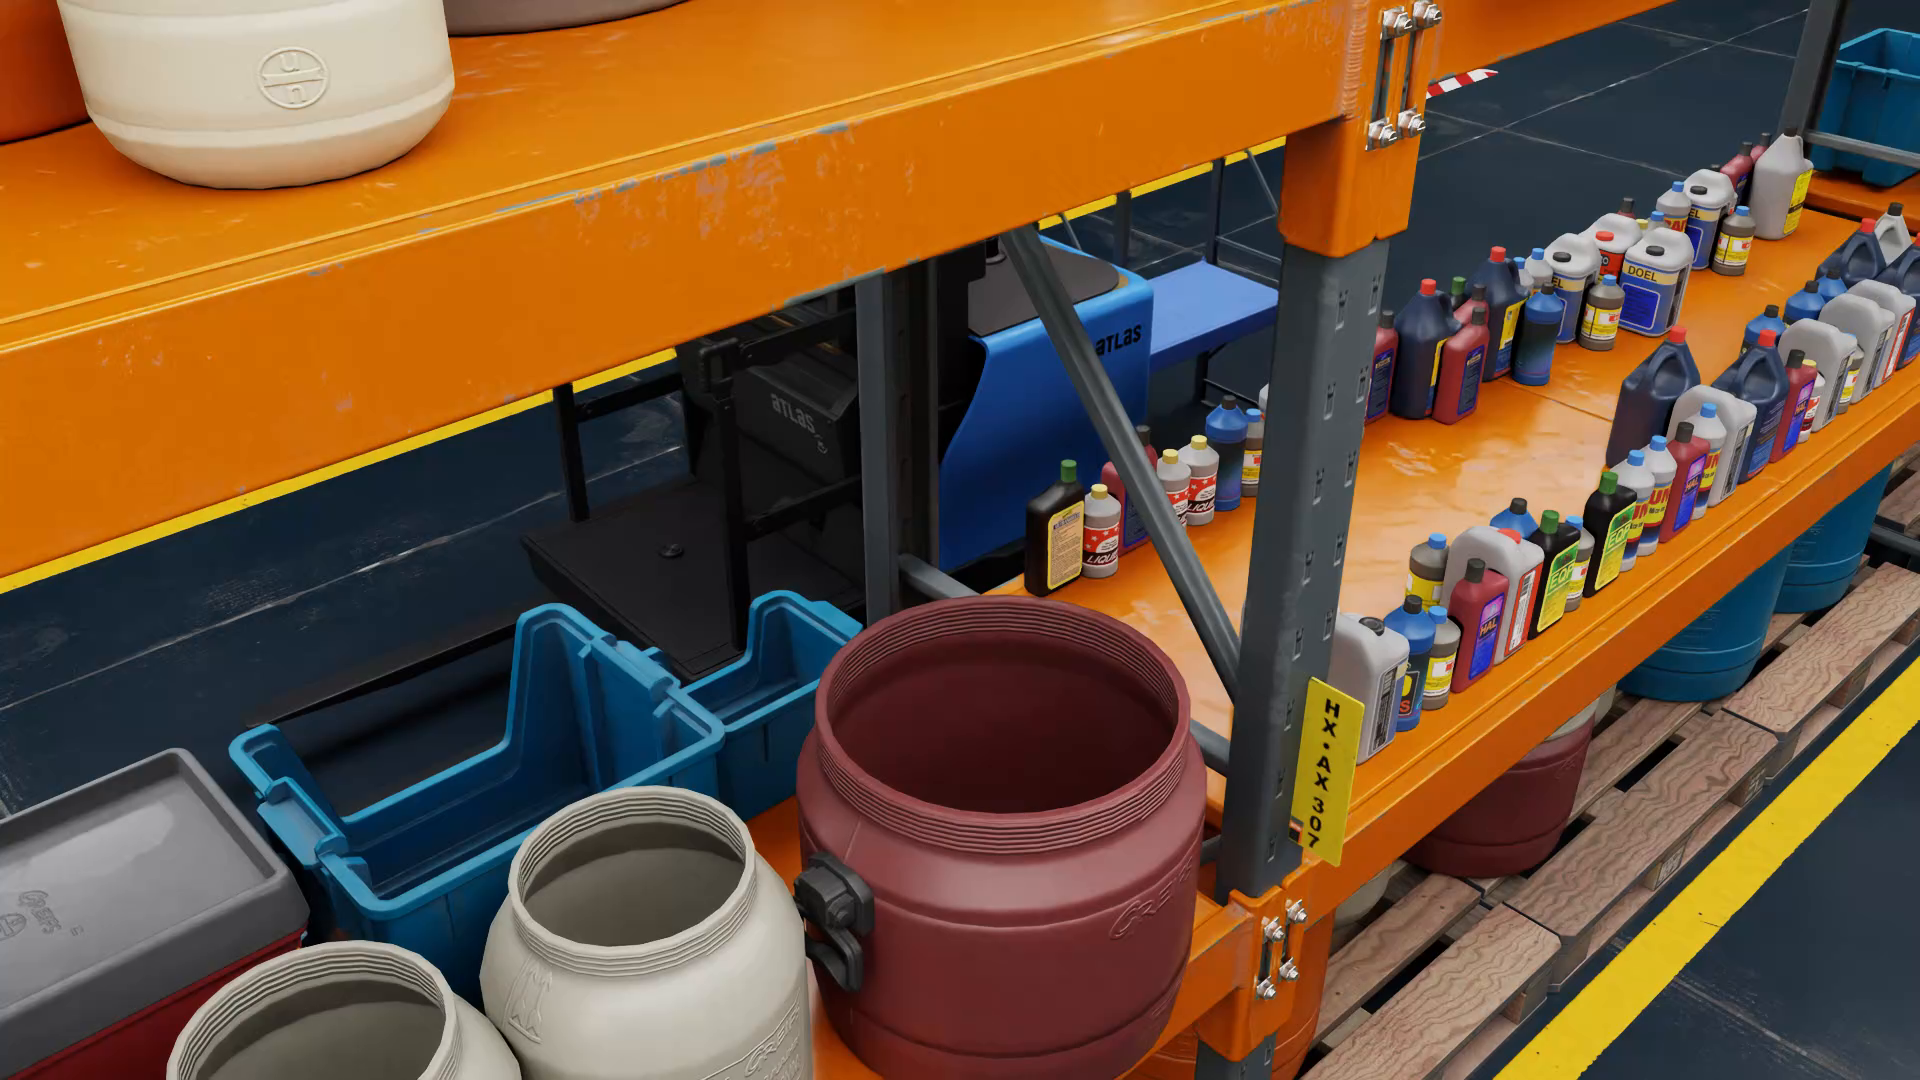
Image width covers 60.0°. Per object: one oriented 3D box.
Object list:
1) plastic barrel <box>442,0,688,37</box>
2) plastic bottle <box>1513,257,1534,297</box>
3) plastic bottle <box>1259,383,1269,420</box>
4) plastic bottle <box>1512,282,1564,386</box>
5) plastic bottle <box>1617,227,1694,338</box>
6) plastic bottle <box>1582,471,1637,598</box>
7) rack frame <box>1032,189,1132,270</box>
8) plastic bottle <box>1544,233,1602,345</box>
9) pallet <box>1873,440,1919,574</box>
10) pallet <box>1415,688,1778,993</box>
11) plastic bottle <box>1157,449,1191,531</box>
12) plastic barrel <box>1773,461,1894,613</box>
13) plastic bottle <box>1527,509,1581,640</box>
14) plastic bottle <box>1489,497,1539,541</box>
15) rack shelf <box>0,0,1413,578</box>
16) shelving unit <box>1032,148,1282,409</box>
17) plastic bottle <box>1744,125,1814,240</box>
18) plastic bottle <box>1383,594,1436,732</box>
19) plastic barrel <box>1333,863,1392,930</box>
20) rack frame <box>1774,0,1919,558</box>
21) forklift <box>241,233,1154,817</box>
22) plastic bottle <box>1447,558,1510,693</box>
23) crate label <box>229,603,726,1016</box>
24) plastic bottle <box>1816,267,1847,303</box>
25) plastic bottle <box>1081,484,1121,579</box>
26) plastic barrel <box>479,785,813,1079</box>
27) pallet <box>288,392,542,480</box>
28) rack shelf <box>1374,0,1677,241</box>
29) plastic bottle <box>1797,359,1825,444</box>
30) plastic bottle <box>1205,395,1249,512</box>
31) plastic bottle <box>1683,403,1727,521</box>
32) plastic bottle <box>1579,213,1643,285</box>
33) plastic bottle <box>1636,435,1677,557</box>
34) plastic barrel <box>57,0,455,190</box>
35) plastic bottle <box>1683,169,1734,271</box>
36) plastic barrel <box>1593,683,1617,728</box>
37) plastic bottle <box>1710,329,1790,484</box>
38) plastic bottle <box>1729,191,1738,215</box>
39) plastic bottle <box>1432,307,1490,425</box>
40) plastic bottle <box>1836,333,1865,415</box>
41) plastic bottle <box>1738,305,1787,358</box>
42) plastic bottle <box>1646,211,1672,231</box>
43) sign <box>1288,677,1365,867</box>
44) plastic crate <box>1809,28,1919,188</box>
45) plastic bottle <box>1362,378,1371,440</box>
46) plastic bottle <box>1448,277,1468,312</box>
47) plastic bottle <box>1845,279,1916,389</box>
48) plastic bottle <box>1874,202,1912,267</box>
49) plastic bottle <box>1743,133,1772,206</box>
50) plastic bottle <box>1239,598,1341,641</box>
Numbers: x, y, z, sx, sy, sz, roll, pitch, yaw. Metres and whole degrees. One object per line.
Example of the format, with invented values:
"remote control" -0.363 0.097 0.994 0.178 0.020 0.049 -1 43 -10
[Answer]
"plastic barrel" -0.555 -1.055 1.745 0.600 0.901 0.600 0 31 0
"plastic bottle" 1.505 -0.640 4.544 0.097 0.271 0.097 0 31 0
"plastic bottle" 0.753 -0.276 3.949 0.097 0.271 0.097 0 31 0
"plastic bottle" 1.532 -0.550 4.397 0.097 0.271 0.097 0 31 0
"plastic bottle" 1.954 -0.731 4.689 0.135 0.276 0.152 -26 40 -35
"plastic bottle" 1.369 -0.026 3.529 0.133 0.283 0.061 -26 40 -35
"rack frame" 0.415 -0.811 6.139 0.032 1.500 0.500 -24 39 -34
"plastic bottle" 1.680 -0.707 4.650 0.135 0.276 0.152 -26 40 -35
"pallet" 3.641 -0.275 6.497 1.213 0.211 1.003 -26 40 -35
"pallet" 1.639 0.693 4.914 1.213 0.211 1.003 -26 40 -35
"plastic bottle" 0.467 -0.108 3.741 0.097 0.201 0.097 0 31 0
"plastic barrel" 2.717 -0.286 5.452 0.708 0.901 0.600 -26 40 -35
"plastic bottle" 1.200 0.056 3.395 0.133 0.283 0.061 -26 40 -35
"plastic bottle" 1.133 0.037 3.438 0.097 0.271 0.097 0 31 0
"rack shelf" -1.272 -0.033 1.244 4.000 0.370 1.077 -26 40 -35
"shelving unit" 0.802 -0.983 6.420 1.048 1.500 0.538 -24 39 -34
"plastic bottle" 2.620 -1.153 5.307 0.185 0.351 0.144 -26 40 -35
"plastic bottle" 0.835 0.224 3.131 0.097 0.271 0.097 0 31 0
"plastic barrel" 0.895 0.698 4.216 0.421 0.512 0.421 0 31 0
"rack frame" 3.128 -1.189 5.319 0.127 3.000 1.000 -26 40 -35
"forklift" -0.774 -0.907 4.924 3.031 2.935 1.130 -24 39 -34
"plastic bottle" 1.004 0.151 3.240 0.133 0.283 0.061 -26 40 -35
"crate label" -0.718 0.464 2.582 0.616 0.435 0.502 -26 40 -35
"plastic bottle" 2.322 -0.603 4.484 0.097 0.271 0.097 0 31 0
"plastic bottle" 0.298 -0.026 3.608 0.097 0.201 0.097 0 31 0
"plastic barrel" -0.414 0.629 2.239 0.421 0.512 0.421 0 31 0
"pallet" -2.597 -0.727 7.237 1.213 0.211 1.003 -26 40 -35
"rack shelf" 1.661 -1.452 3.564 4.000 0.370 1.077 -26 40 -35
"plastic bottle" 2.086 -0.351 4.139 0.097 0.201 0.097 0 31 0
"plastic bottle" 0.610 -0.207 3.836 0.097 0.271 0.097 0 31 0
"plastic bottle" 1.682 -0.185 3.801 0.097 0.271 0.097 0 31 0
"plastic bottle" 1.850 -0.789 4.784 0.135 0.276 0.152 -26 40 -35
"plastic bottle" 1.513 -0.103 3.667 0.097 0.271 0.097 0 31 0
"plastic barrel" -0.579 -0.450 1.369 0.301 0.262 0.301 0 31 0
"plastic bottle" 2.261 -0.988 5.109 0.135 0.276 0.152 -26 40 -35
"plastic barrel" 1.723 0.297 4.871 0.421 0.512 0.421 0 31 0
"plastic bottle" 1.868 -0.326 3.955 0.185 0.351 0.144 -26 40 -35
"plastic bottle" 2.399 -1.042 5.269 0.097 0.201 0.097 0 31 0
"plastic bottle" 1.273 -0.443 4.211 0.133 0.283 0.061 -26 40 -35
"plastic bottle" 2.256 -0.433 4.273 0.097 0.201 0.097 0 31 0
"plastic bottle" 2.054 -0.473 4.272 0.097 0.271 0.097 0 31 0
"plastic bottle" 2.086 -0.891 5.022 0.097 0.201 0.097 0 31 0
"sign" 0.574 0.368 2.616 0.005 0.325 0.100 -26 40 -35
"plastic crate" 3.238 -1.504 5.792 0.575 0.384 0.392 -26 40 -35
"plastic bottle" 0.967 -0.350 4.137 0.097 0.201 0.097 0 31 0
"plastic bottle" 1.273 -0.545 4.378 0.133 0.283 0.061 -26 40 -35
"plastic bottle" 2.421 -0.564 4.416 0.135 0.276 0.152 -26 40 -35
"plastic bottle" 2.578 -0.772 4.684 0.185 0.351 0.144 -26 40 -35
"plastic bottle" 2.569 -1.172 5.404 0.133 0.283 0.061 -26 40 -35
"plastic bottle" 0.628 0.195 3.175 0.135 0.276 0.152 -26 40 -35
